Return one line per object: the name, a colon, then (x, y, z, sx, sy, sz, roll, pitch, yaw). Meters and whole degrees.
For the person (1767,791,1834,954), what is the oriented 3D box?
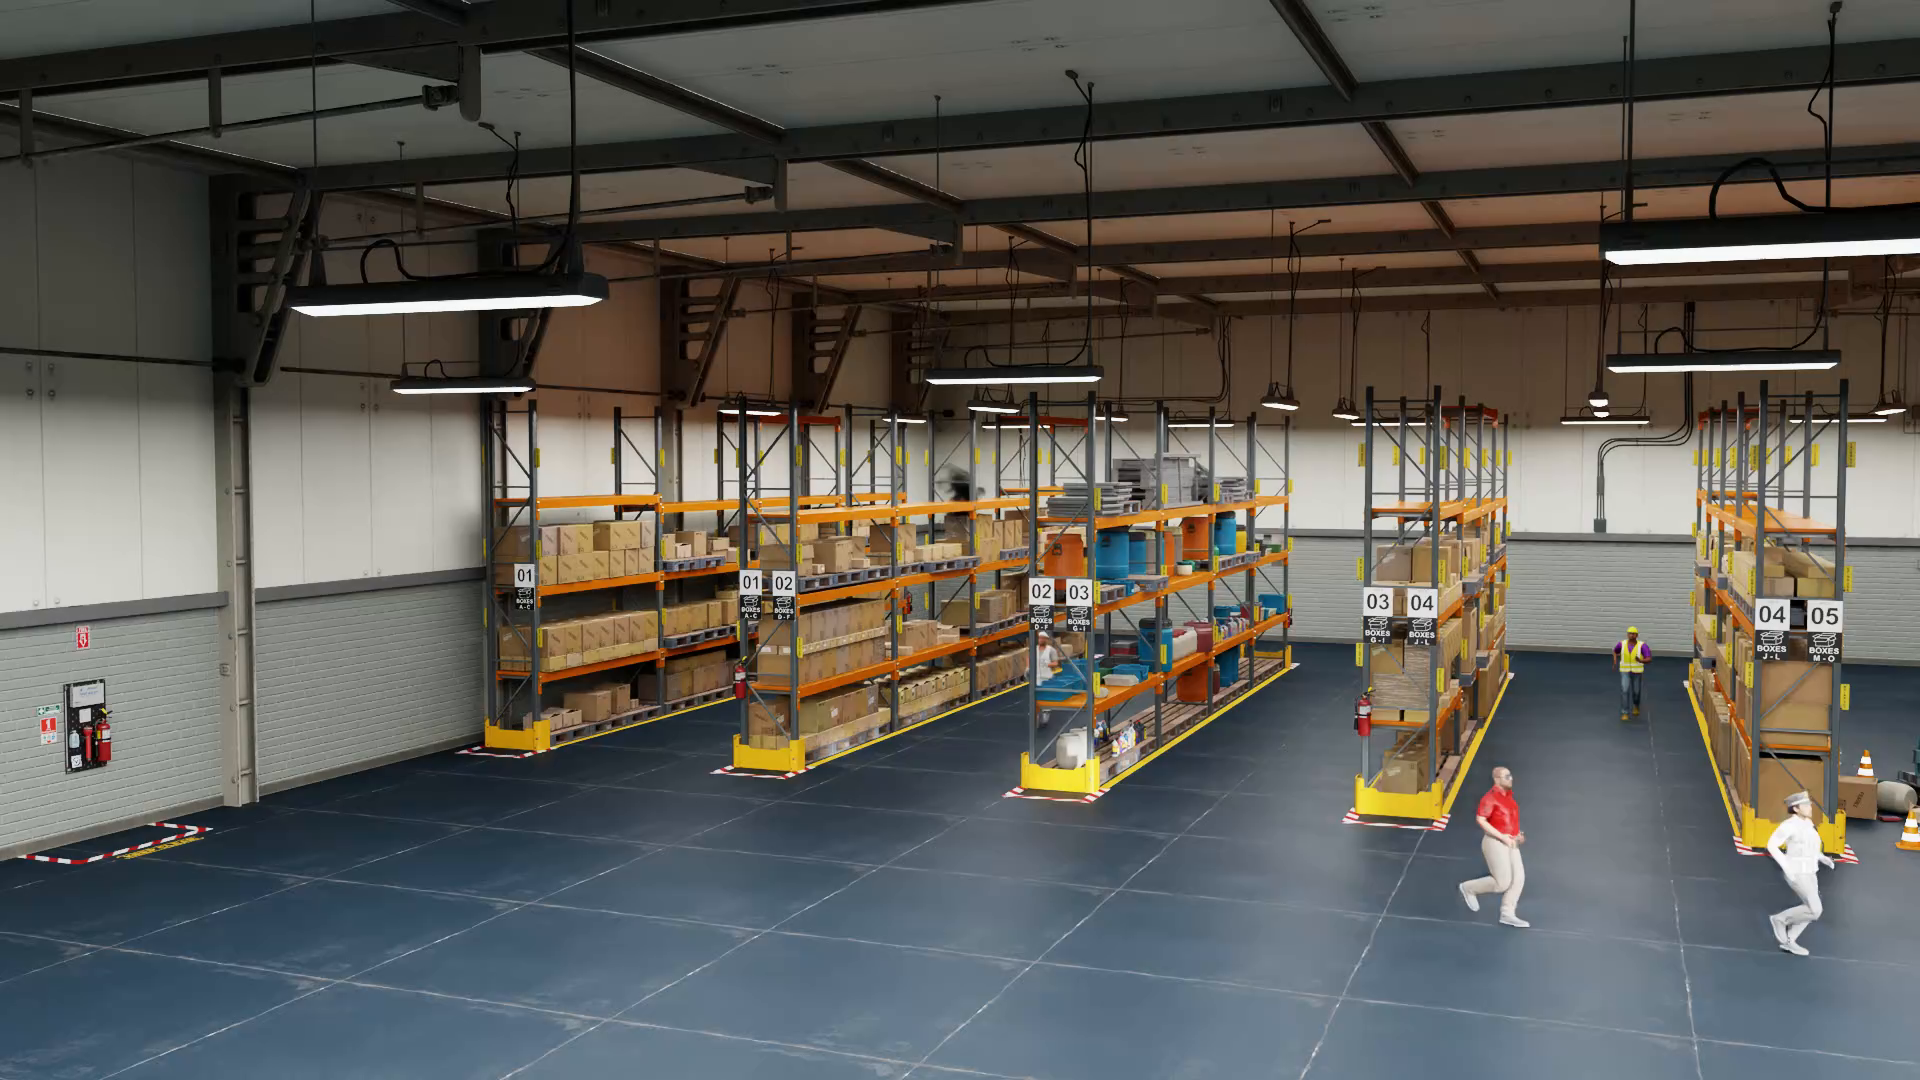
person: (8.488, 3.348, 16.729, 0.608, 1.656, 0.540, -2, 3, -36)

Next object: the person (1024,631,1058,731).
person: (1.498, 2.592, 30.720, 0.643, 1.846, 0.774, 0, 3, 8)

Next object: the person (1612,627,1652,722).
person: (12.786, 2.525, 31.667, 0.704, 1.762, 0.965, 1, 3, 26)

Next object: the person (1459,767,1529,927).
person: (5.777, 3.271, 17.878, 0.753, 1.687, 0.654, 3, 4, 44)
